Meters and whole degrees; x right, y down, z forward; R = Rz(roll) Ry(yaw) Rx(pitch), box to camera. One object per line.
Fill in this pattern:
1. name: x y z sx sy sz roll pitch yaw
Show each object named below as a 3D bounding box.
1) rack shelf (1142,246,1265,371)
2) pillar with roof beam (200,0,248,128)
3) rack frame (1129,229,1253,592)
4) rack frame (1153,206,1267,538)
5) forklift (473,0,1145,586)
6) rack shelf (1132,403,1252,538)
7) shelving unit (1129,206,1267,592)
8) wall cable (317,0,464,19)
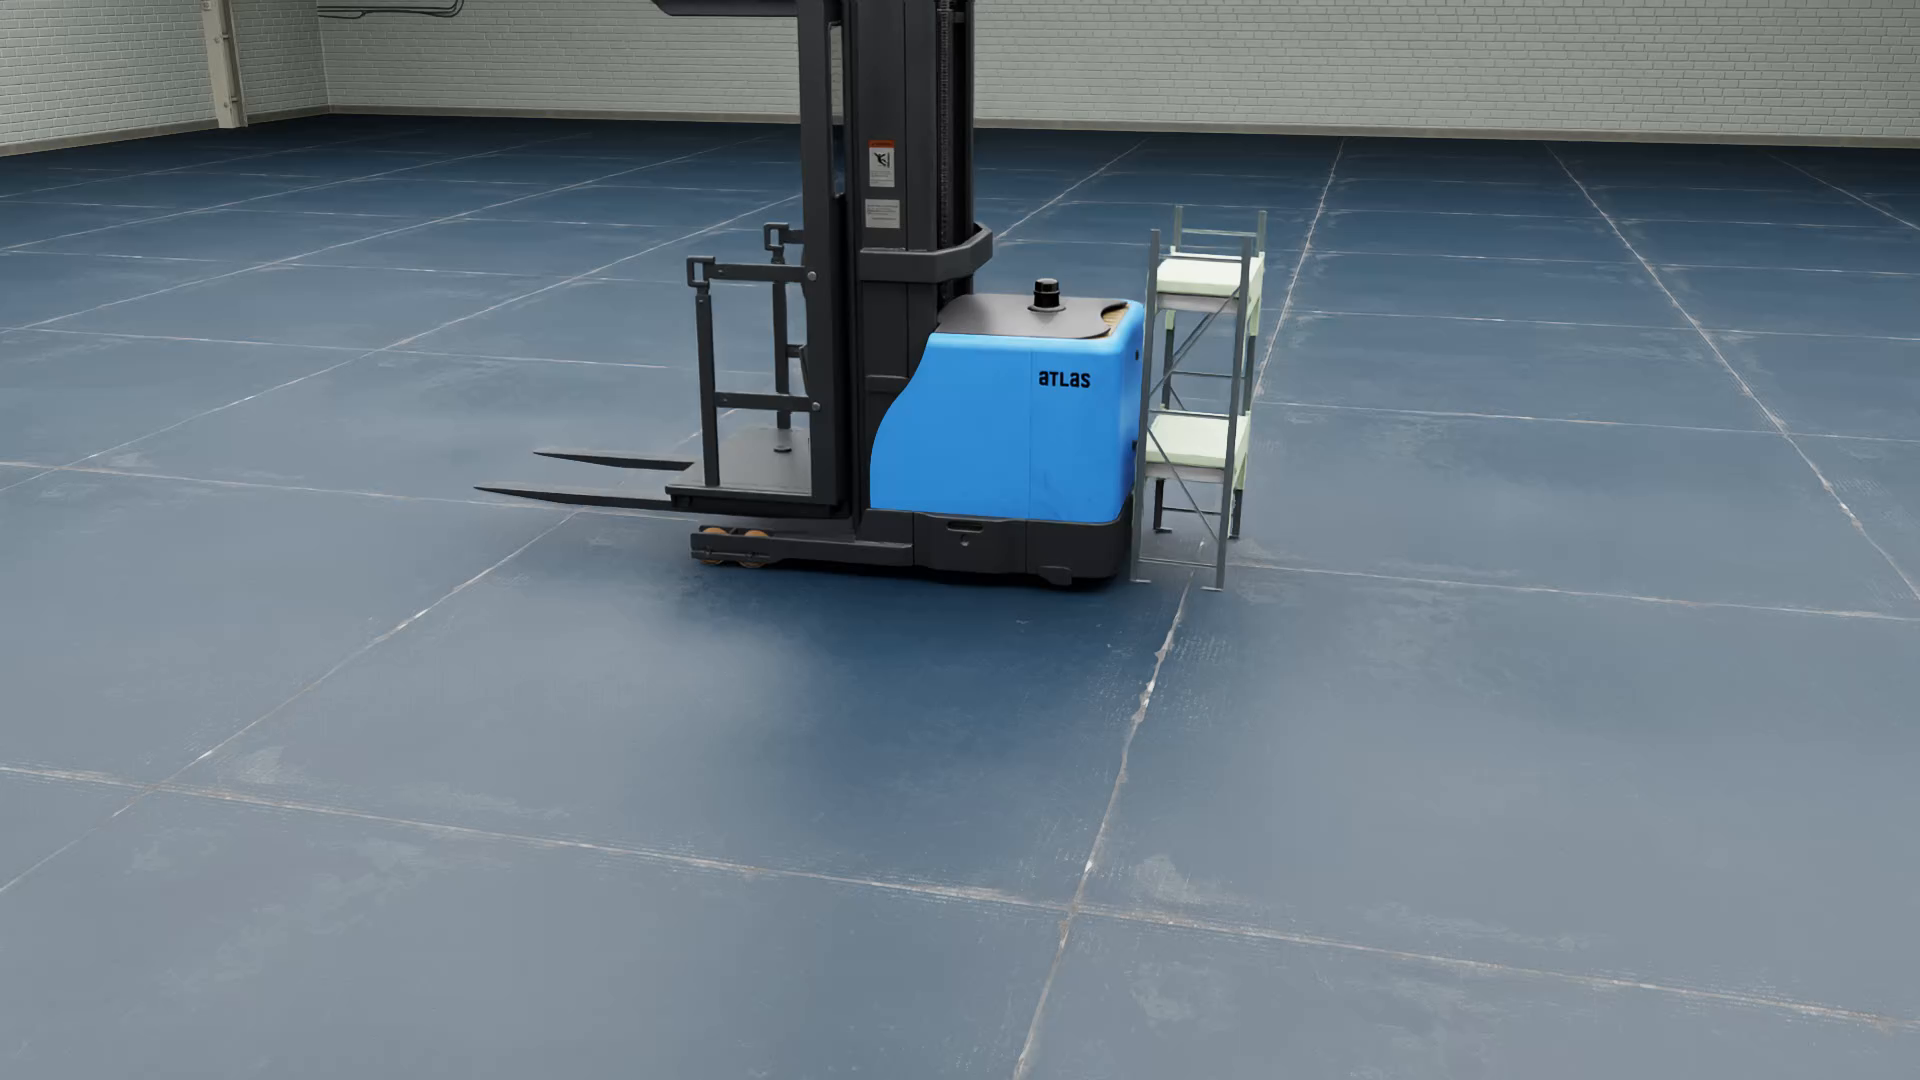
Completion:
1. rack shelf: 1.040 -0.994 7.052 0.431 0.370 0.720 6 20 13
2. pillar with roof beam: -8.138 -10.911 25.709 9.100 9.000 0.400 5 19 13
3. rack frame: 0.940 -0.511 6.845 0.400 1.500 0.023 6 20 13
4. rack frame: 1.121 -0.741 7.516 0.400 1.500 0.023 6 20 13
5. forklift: -0.715 -1.422 7.316 3.031 2.935 1.130 4 19 12
6. rack shelf: 1.022 -0.318 7.288 0.431 0.370 0.720 6 20 13
7. shelving unit: 1.030 -0.626 7.181 0.431 1.500 0.755 6 20 13
8. wall cable: -10.310 -10.600 29.604 3.097 2.526 0.112 5 19 13
